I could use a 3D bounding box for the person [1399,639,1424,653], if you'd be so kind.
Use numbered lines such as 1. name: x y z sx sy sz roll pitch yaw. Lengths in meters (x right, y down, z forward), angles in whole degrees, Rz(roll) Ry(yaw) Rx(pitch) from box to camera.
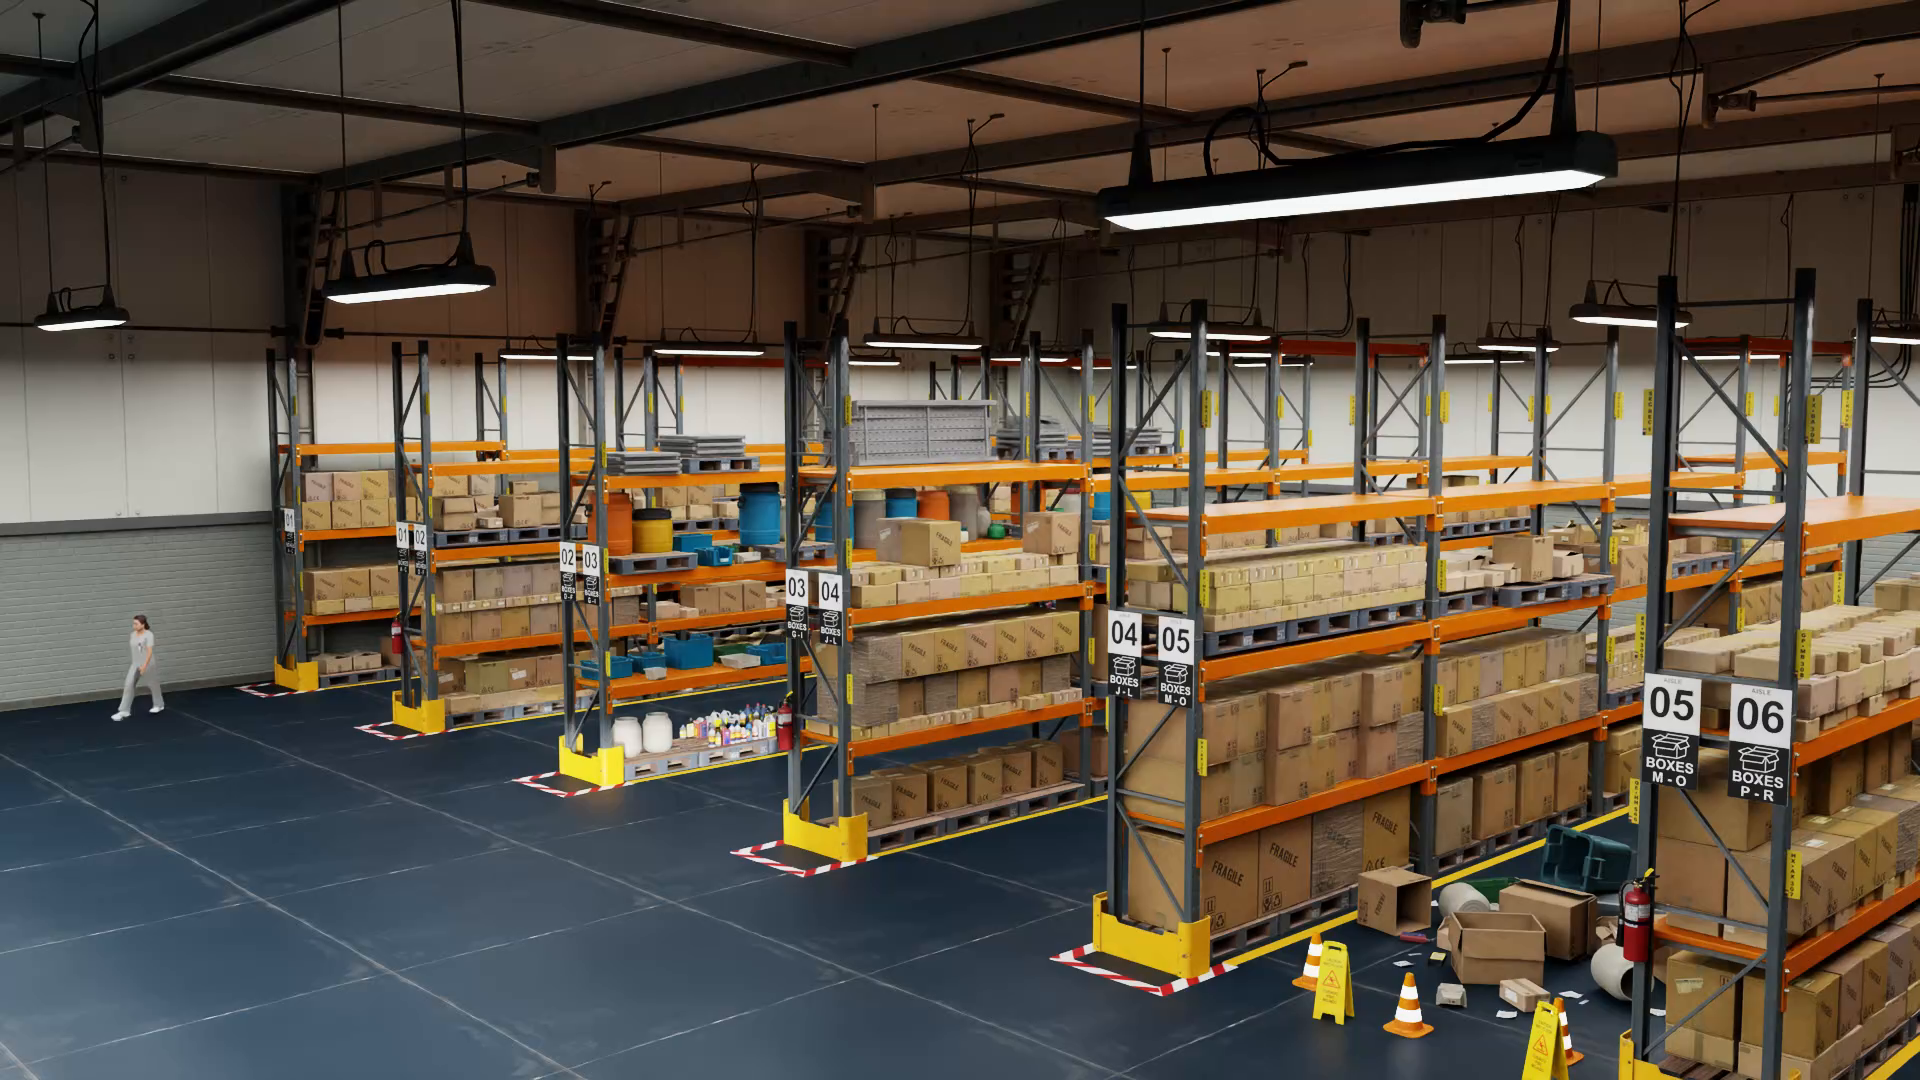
1. person: 6.751 2.203 24.546 0.609 1.760 0.572 2 5 23

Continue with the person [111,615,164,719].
1. person: -13.191 2.013 26.740 0.486 1.624 0.928 1 5 8

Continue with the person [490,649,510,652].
1. person: -8.234 1.722 29.831 0.565 1.771 0.741 2 5 19
